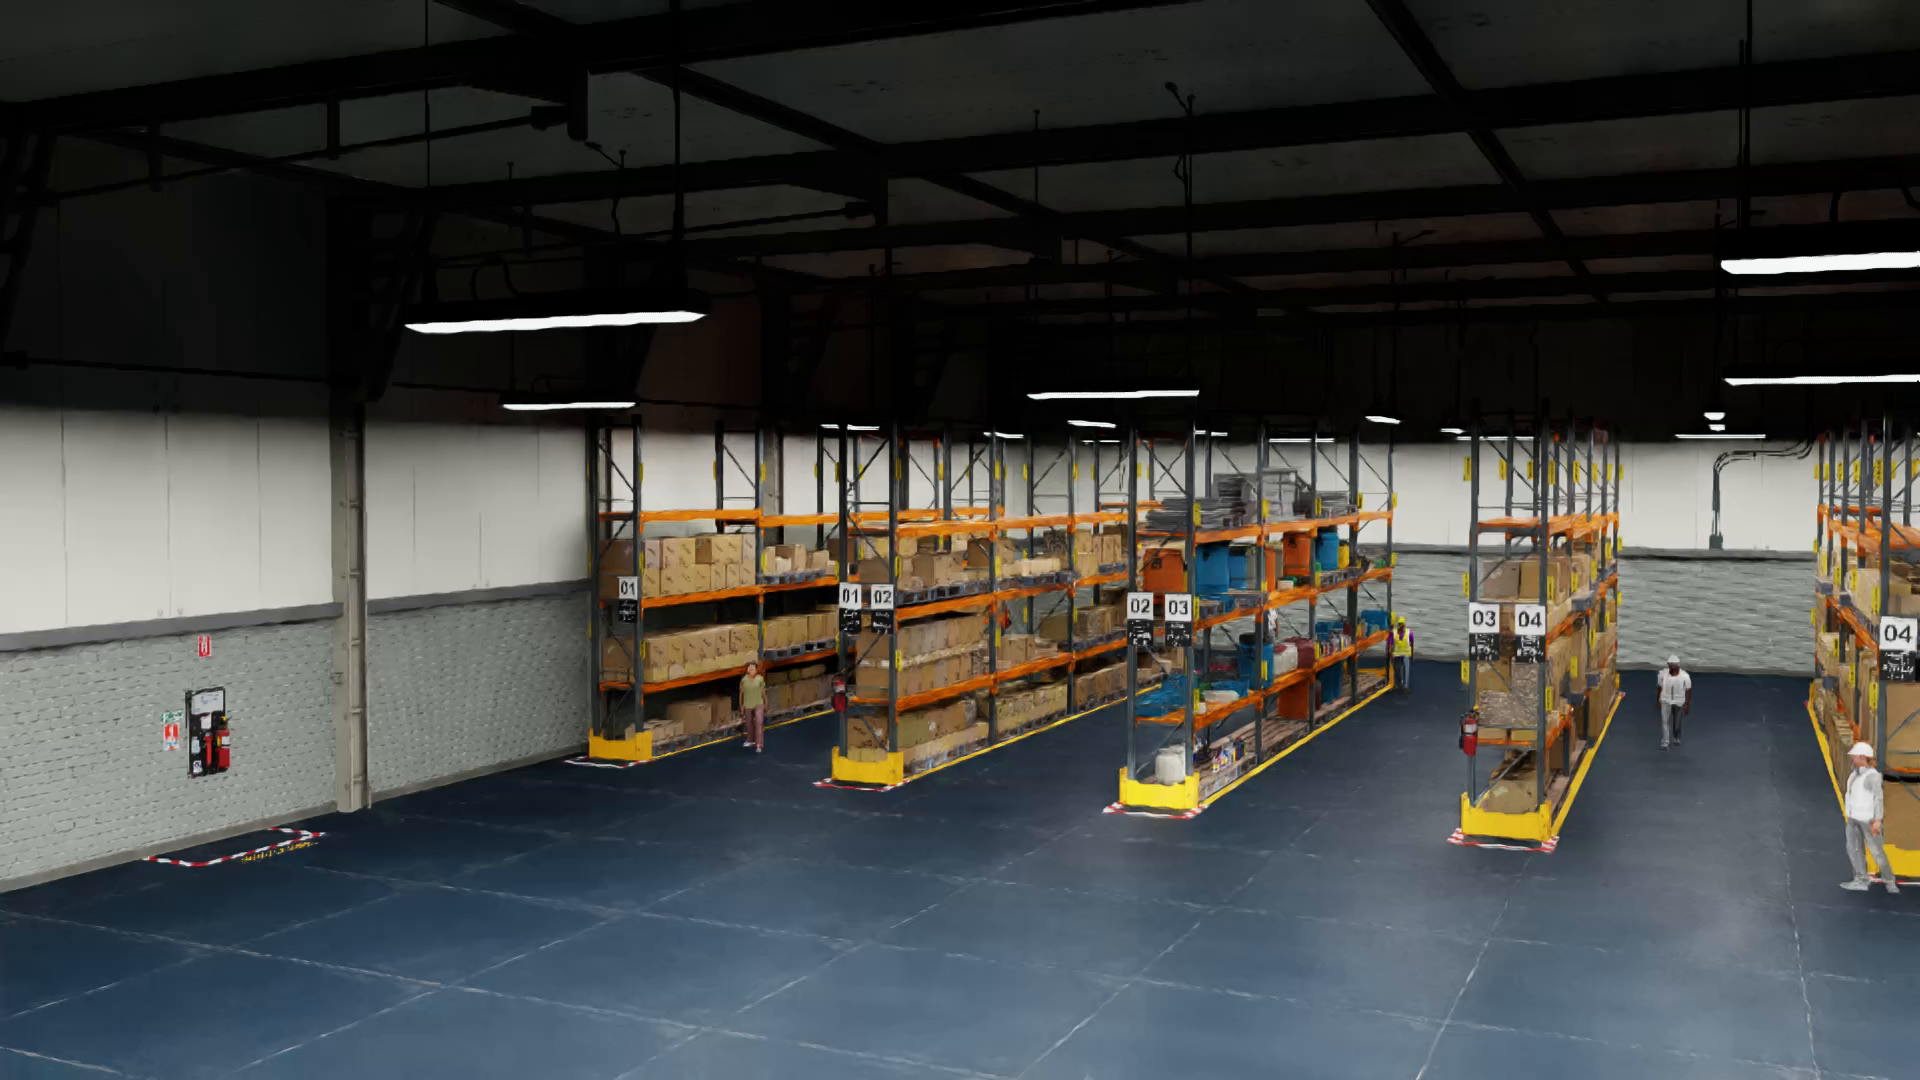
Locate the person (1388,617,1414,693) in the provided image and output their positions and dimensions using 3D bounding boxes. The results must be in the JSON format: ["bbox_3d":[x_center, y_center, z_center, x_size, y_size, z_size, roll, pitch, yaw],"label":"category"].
[{"bbox_3d":[9.991,2.589,37.700,0.571,1.708,1.033,1,2,17],"label":"person"}]

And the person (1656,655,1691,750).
[{"bbox_3d":[12.890,2.911,30.026,0.575,1.689,1.129,1,3,23],"label":"person"}]

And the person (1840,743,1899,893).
[{"bbox_3d":[10.882,3.308,19.874,0.544,1.766,0.631,0,2,-4],"label":"person"}]

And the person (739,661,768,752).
[{"bbox_3d":[-3.715,2.968,29.830,0.484,1.622,0.953,0,2,2],"label":"person"}]

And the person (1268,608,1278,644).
[{"bbox_3d":[8.257,2.375,43.798,0.536,1.663,0.523,-1,3,-28],"label":"person"}]
